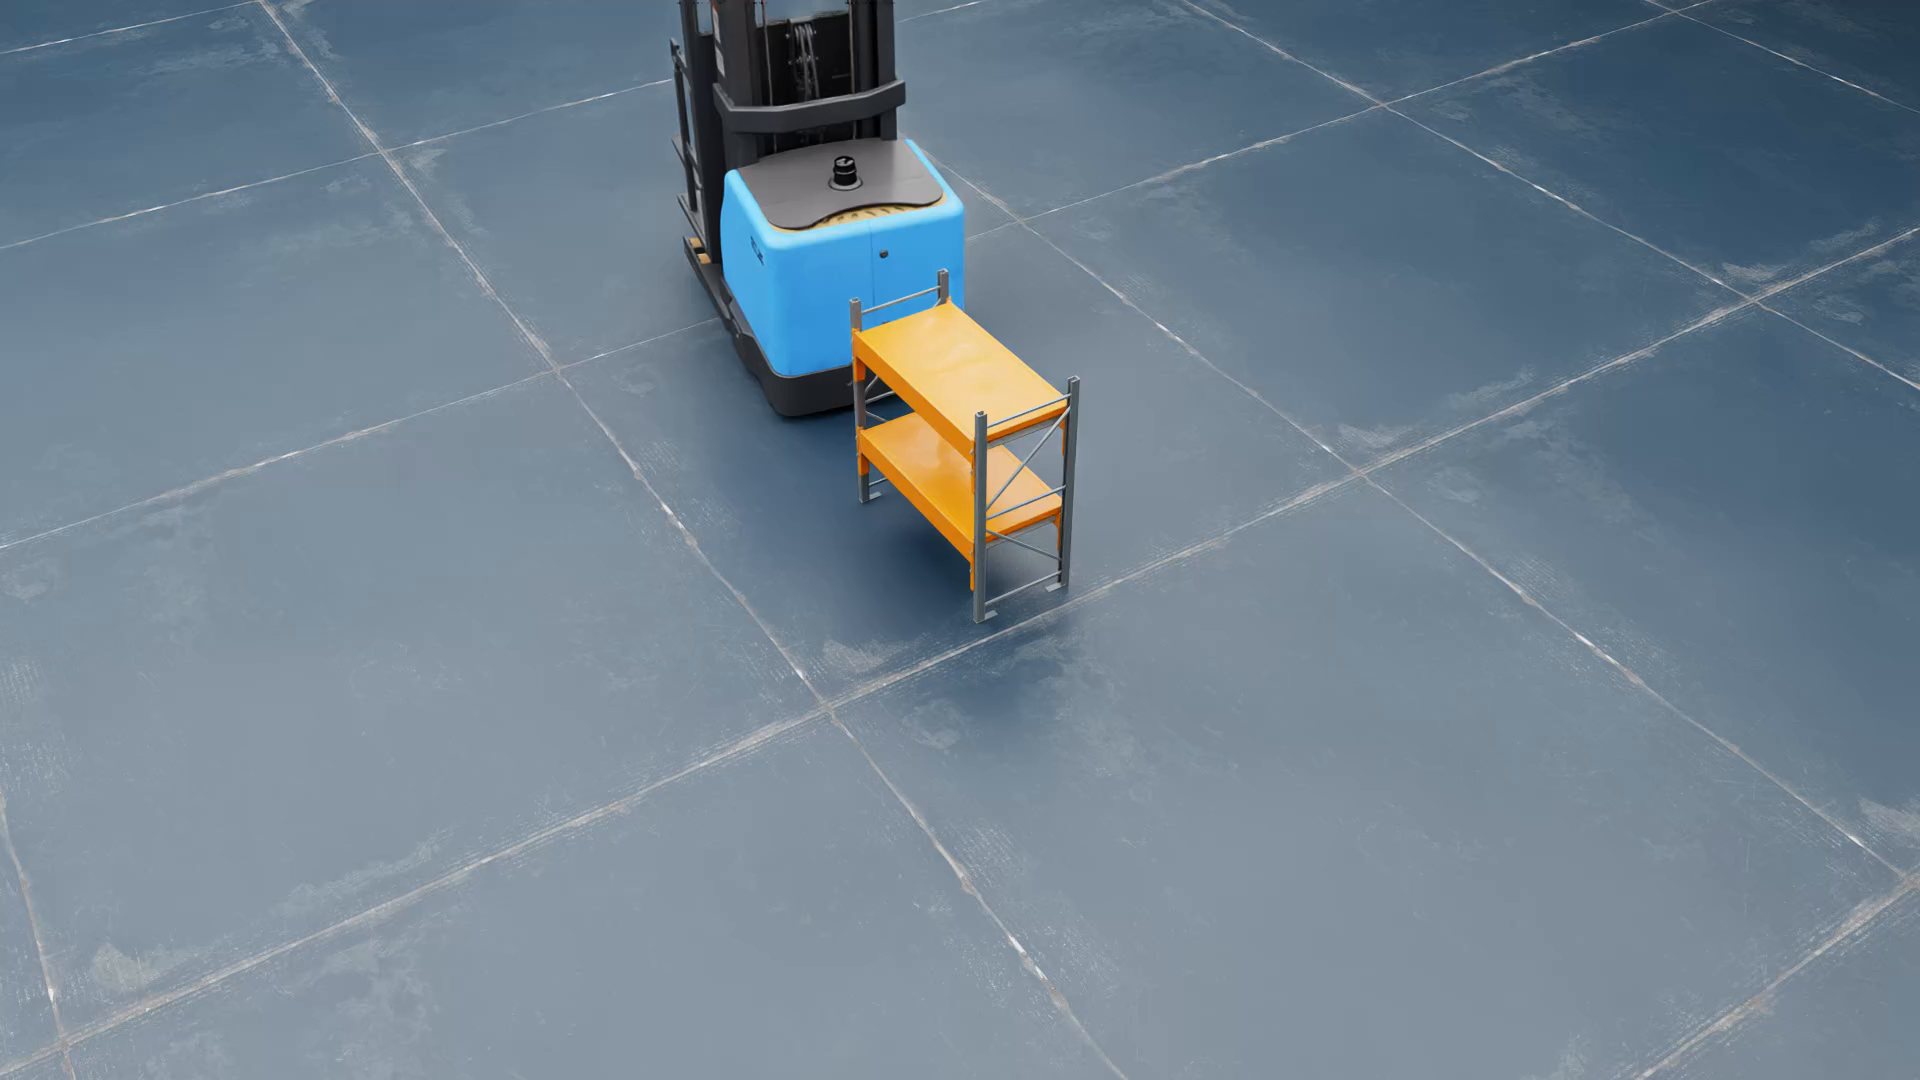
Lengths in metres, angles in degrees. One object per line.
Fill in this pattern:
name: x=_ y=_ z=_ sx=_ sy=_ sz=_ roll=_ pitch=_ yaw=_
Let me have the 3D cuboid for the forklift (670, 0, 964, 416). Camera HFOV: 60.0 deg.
forklift: x=-0.968 y=-2.703 z=8.765 sx=1.130 sy=2.935 sz=3.031 roll=-14 pitch=42 yaw=-16

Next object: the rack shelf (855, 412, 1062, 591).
rack shelf: x=0.004 y=-0.241 z=7.603 sx=0.538 sy=0.278 sz=1.000 roll=-22 pitch=45 yaw=-24

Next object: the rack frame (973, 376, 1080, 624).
rack frame: x=0.277 y=-0.154 z=7.117 sx=0.500 sy=1.125 sz=0.032 roll=-22 pitch=45 yaw=-24

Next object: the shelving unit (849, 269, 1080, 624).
shelving unit: x=0.004 y=-0.428 z=7.446 sx=0.538 sy=1.125 sz=1.048 roll=-22 pitch=45 yaw=-24

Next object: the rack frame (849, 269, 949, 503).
rack frame: x=-0.270 y=-0.703 z=7.775 sx=0.500 sy=1.125 sz=0.032 roll=-22 pitch=45 yaw=-24

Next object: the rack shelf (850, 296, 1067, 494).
rack shelf: x=0.004 y=-0.653 z=7.259 sx=0.538 sy=0.278 sz=1.000 roll=-22 pitch=45 yaw=-24
